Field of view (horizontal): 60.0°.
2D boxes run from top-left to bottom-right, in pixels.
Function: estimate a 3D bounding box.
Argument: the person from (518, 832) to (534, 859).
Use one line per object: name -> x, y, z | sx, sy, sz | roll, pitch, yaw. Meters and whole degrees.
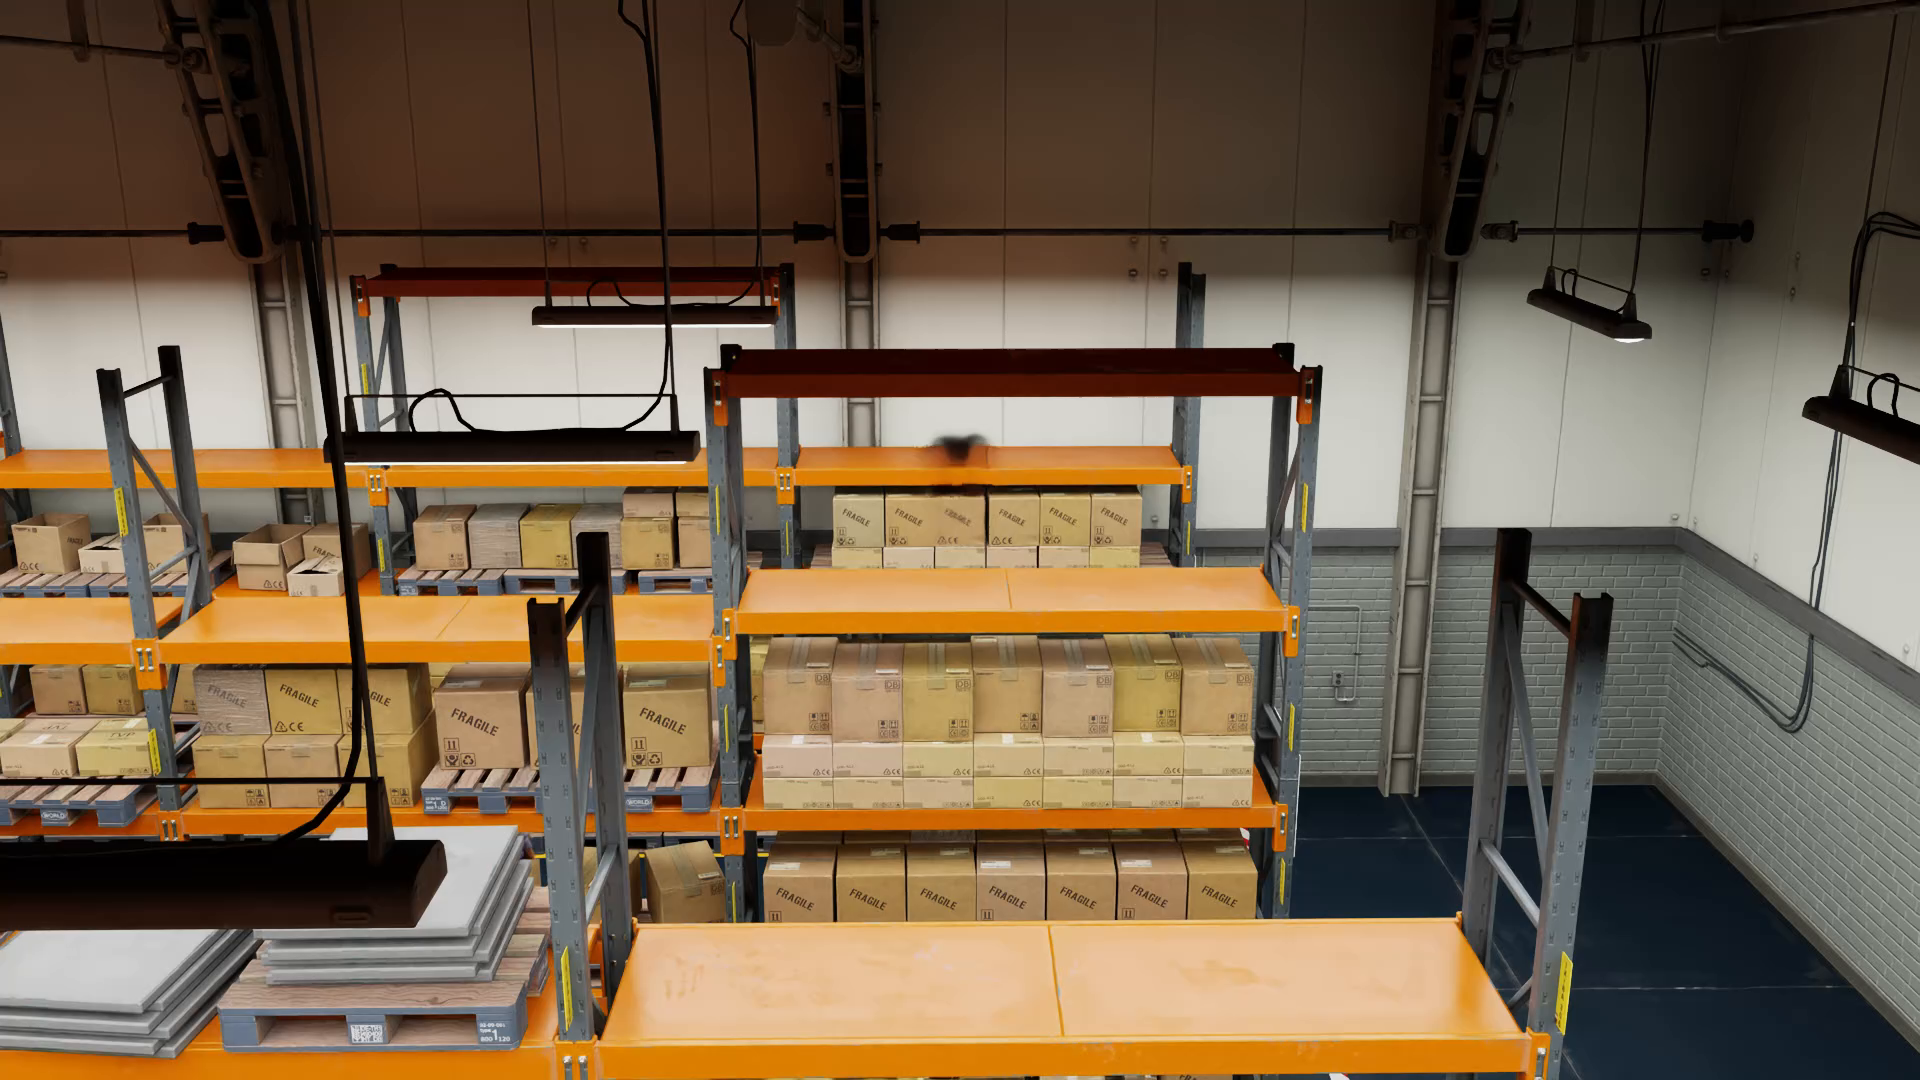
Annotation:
person -> -4.135, 3.097, 15.076 | 0.572, 1.666, 0.389 | -3, 16, -12
